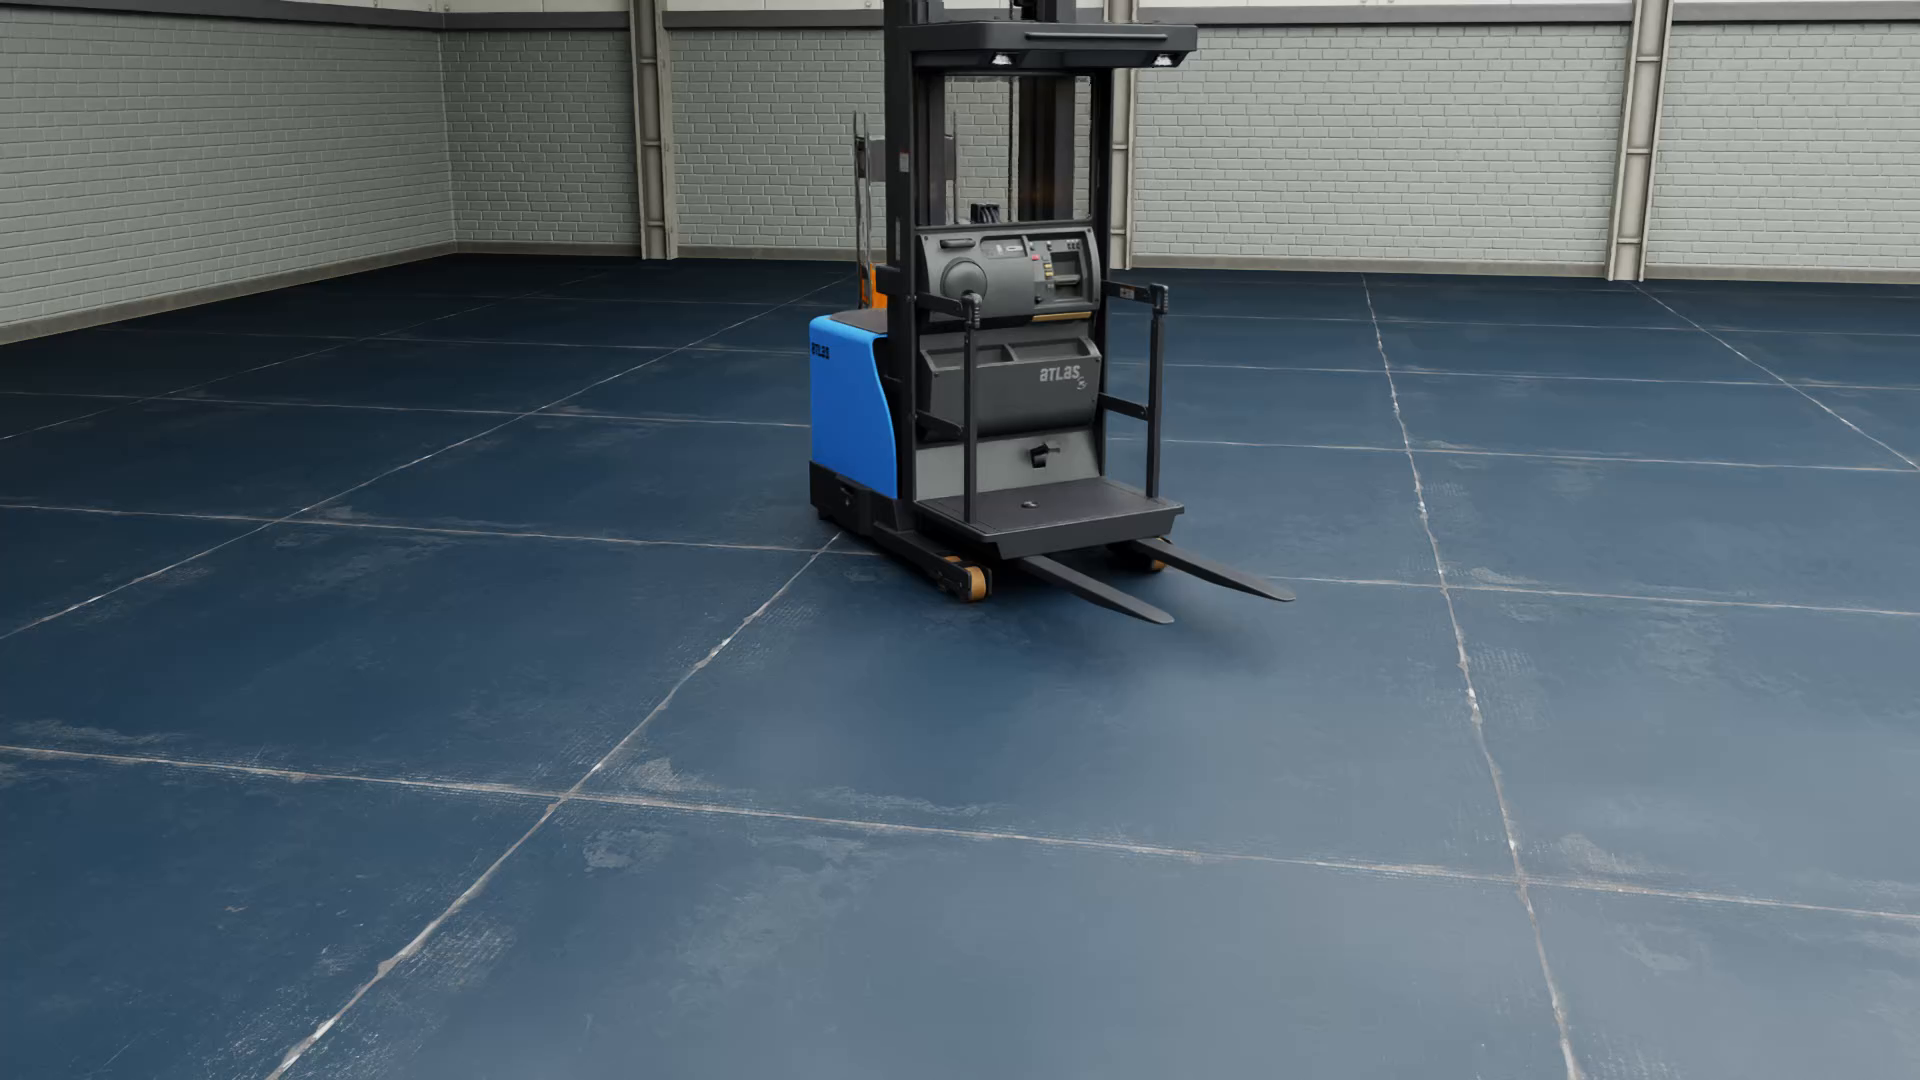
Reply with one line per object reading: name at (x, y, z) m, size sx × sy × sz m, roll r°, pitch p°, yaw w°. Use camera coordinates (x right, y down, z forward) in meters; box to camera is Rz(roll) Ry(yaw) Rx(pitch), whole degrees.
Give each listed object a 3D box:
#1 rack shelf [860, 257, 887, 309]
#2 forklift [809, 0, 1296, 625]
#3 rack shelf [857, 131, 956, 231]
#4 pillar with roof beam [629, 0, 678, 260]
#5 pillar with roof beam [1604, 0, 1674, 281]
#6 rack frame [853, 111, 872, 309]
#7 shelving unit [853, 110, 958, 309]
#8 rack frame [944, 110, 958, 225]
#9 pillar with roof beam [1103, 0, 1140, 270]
rack shelf at (-0.294, -1.319, 9.360) m, size 0.480 × 0.518 × 0.431 m, roll -4°, pitch 16°, yaw -12°
forklift at (0.349, -1.268, 7.580) m, size 1.130 × 2.935 × 3.031 m, roll -8°, pitch 18°, yaw -28°
rack shelf at (-0.301, -1.993, 9.171) m, size 0.480 × 0.518 × 0.431 m, roll -4°, pitch 16°, yaw -12°
pillar with roof beam at (-4.804, -6.921, 16.621) m, size 0.400 × 9.000 × 9.100 m, roll 3°, pitch 16°, yaw 11°
pillar with roof beam at (6.955, -6.283, 14.317) m, size 0.400 × 9.000 × 9.100 m, roll 3°, pitch 16°, yaw 11°
rack frame at (-0.532, -1.315, 9.305) m, size 0.015 × 2.100 × 0.400 m, roll -4°, pitch 16°, yaw -12°
shelving unit at (-0.294, -1.332, 9.356) m, size 0.503 × 2.100 × 0.431 m, roll -4°, pitch 16°, yaw -12°
rack frame at (-0.056, -1.349, 9.408) m, size 0.015 × 2.100 × 0.400 m, roll -4°, pitch 16°, yaw -12°
pillar with roof beam at (1.075, -6.602, 15.469) m, size 0.400 × 9.000 × 9.100 m, roll 3°, pitch 16°, yaw 11°
